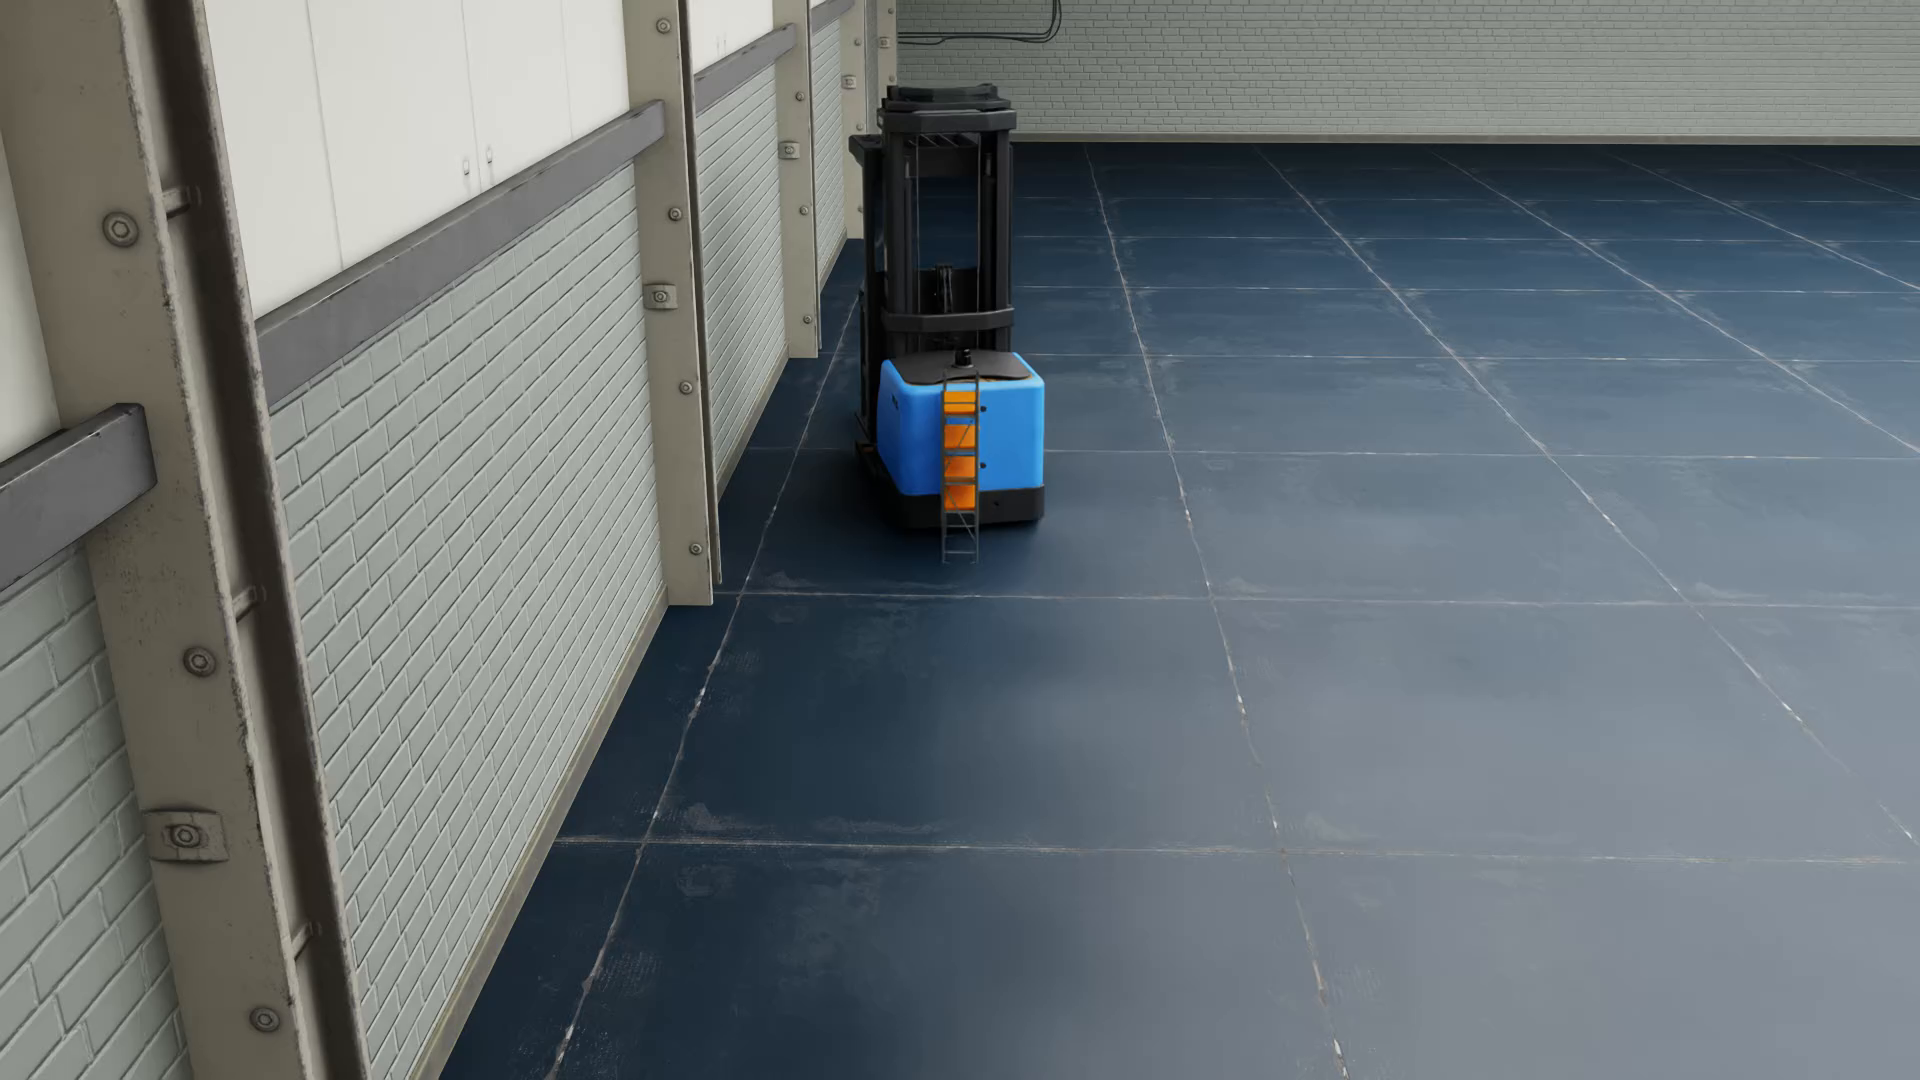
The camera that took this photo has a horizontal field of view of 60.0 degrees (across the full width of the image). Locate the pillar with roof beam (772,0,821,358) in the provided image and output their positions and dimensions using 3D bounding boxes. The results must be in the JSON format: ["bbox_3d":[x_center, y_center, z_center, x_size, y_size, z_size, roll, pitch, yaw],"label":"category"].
[{"bbox_3d":[2.774,-5.979,14.499,9.100,9.000,0.400,1,21,2],"label":"pillar with roof beam"}]

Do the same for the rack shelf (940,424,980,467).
[{"bbox_3d":[0.003,-0.636,11.076,0.258,0.148,0.480,0,21,1],"label":"rack shelf"}]

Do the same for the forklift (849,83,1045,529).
[{"bbox_3d":[-0.212,-1.945,12.489,1.130,2.935,3.031,-4,22,-11],"label":"forklift"}]

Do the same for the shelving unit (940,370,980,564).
[{"bbox_3d":[0.003,-0.490,11.132,0.258,1.200,0.503,0,21,1],"label":"shelving unit"}]

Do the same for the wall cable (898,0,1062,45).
[{"bbox_3d":[0.247,-9.968,29.072,3.097,2.526,0.112,1,21,2],"label":"wall cable"}]

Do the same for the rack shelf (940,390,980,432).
[{"bbox_3d":[0.003,-0.856,10.990,0.258,0.148,0.480,0,21,1],"label":"rack shelf"}]

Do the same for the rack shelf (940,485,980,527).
[{"bbox_3d":[0.003,-0.242,11.228,0.258,0.148,0.480,0,21,1],"label":"rack shelf"}]

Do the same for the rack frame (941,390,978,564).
[{"bbox_3d":[-0.001,-0.401,10.905,0.240,1.200,0.015,0,21,1],"label":"rack frame"}]

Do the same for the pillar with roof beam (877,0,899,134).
[{"bbox_3d":[3.139,-10.318,25.681,9.100,9.000,0.400,1,21,2],"label":"pillar with roof beam"}]

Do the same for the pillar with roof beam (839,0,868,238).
[{"bbox_3d":[2.956,-8.148,20.090,9.100,9.000,0.400,1,21,2],"label":"pillar with roof beam"}]

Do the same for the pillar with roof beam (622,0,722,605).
[{"bbox_3d":[2.591,-3.810,8.907,9.100,9.000,0.400,1,21,2],"label":"pillar with roof beam"}]

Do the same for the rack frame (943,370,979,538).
[{"bbox_3d":[0.007,-0.578,11.360,0.240,1.200,0.015,0,21,1],"label":"rack frame"}]

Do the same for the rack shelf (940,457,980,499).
[{"bbox_3d":[0.003,-0.427,11.157,0.258,0.148,0.480,0,21,1],"label":"rack shelf"}]
